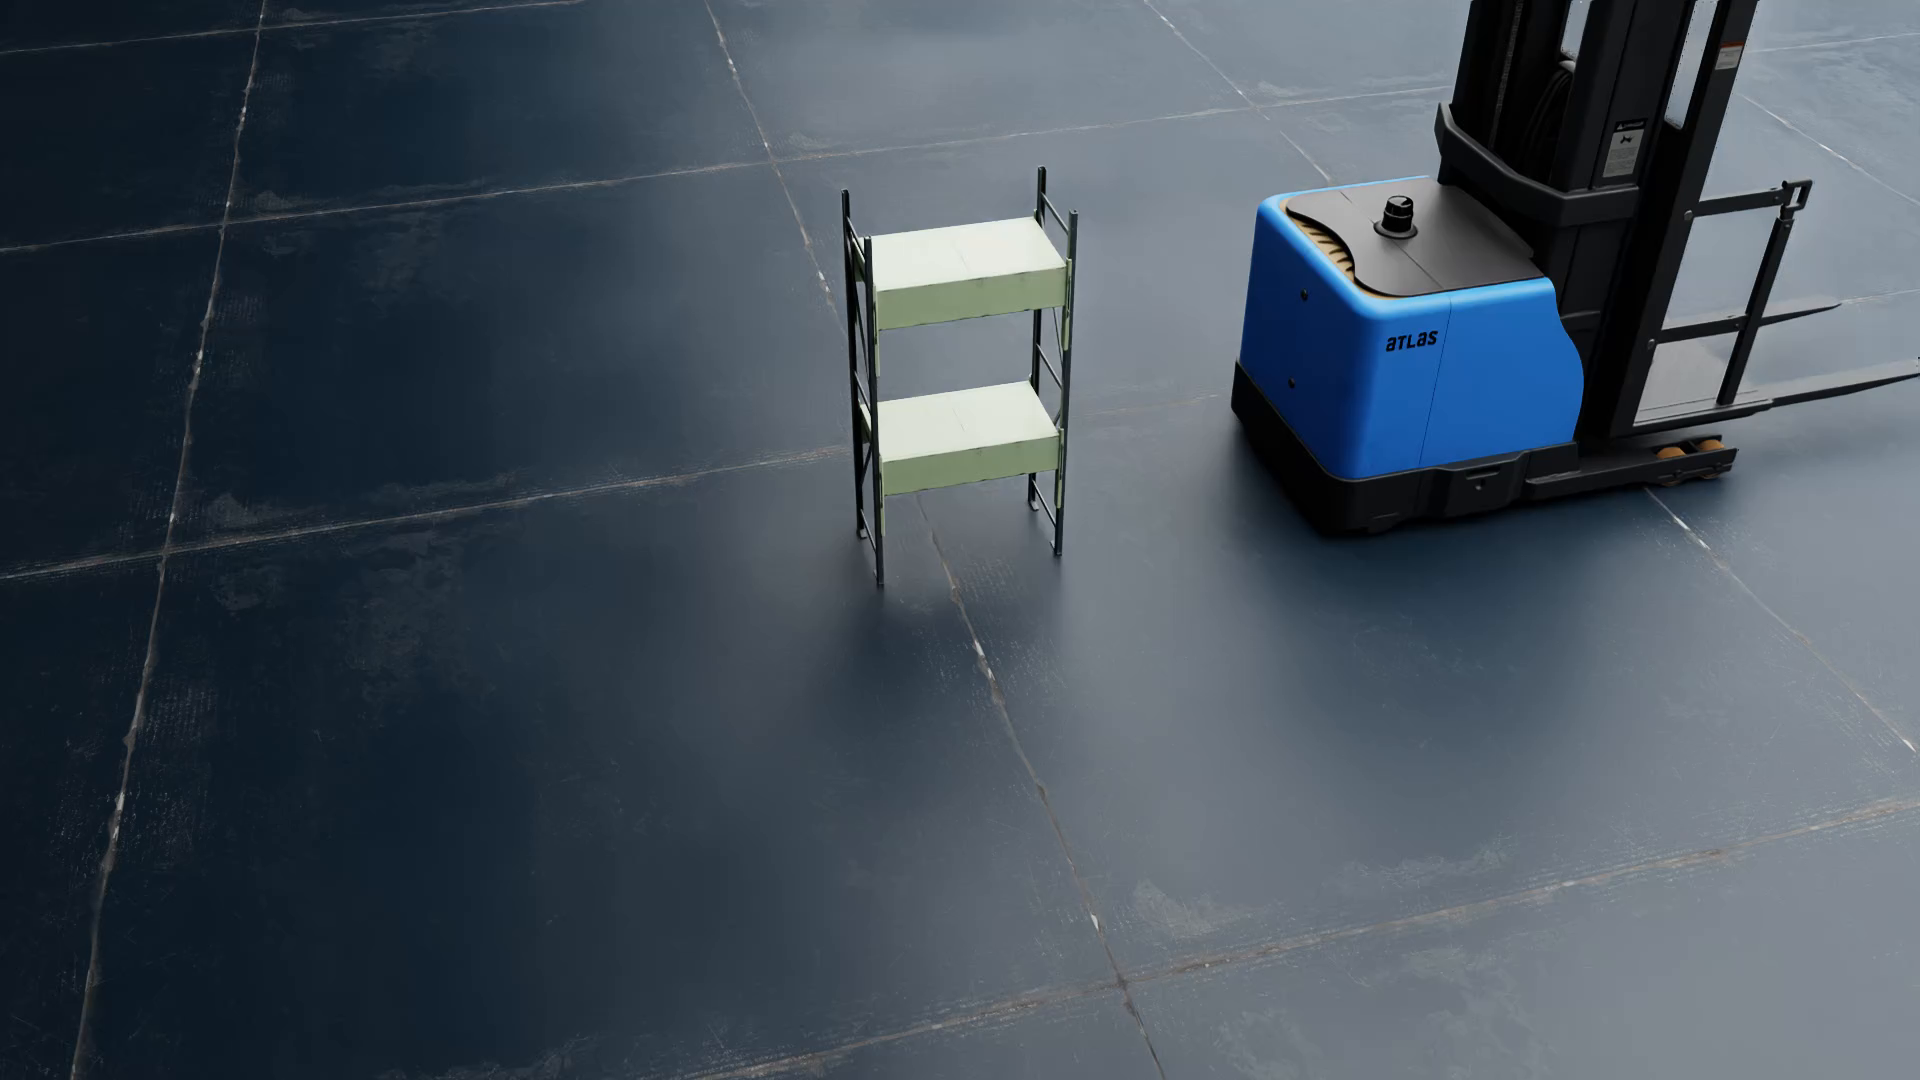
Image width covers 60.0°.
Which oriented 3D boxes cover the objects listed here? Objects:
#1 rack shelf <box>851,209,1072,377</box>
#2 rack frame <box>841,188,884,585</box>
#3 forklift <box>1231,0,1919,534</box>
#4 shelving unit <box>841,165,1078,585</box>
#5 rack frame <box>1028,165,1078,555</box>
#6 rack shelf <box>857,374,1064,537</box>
[{"bbox_3d":[-0.006,-0.905,6.056,0.720,0.370,0.431,-9,38,-12],"label":"rack shelf"},{"bbox_3d":[-0.360,-0.537,6.217,0.023,1.500,0.400,-9,38,-12],"label":"rack frame"},{"bbox_3d":[2.782,-1.690,6.547,3.031,2.935,1.130,-10,39,-13],"label":"forklift"},{"bbox_3d":[-0.006,-0.595,6.293,0.755,1.500,0.431,-9,38,-12],"label":"shelving unit"},{"bbox_3d":[0.347,-0.653,6.369,0.023,1.500,0.400,-9,38,-12],"label":"rack frame"},{"bbox_3d":[-0.006,-0.336,6.491,0.720,0.370,0.431,-9,38,-12],"label":"rack shelf"}]
